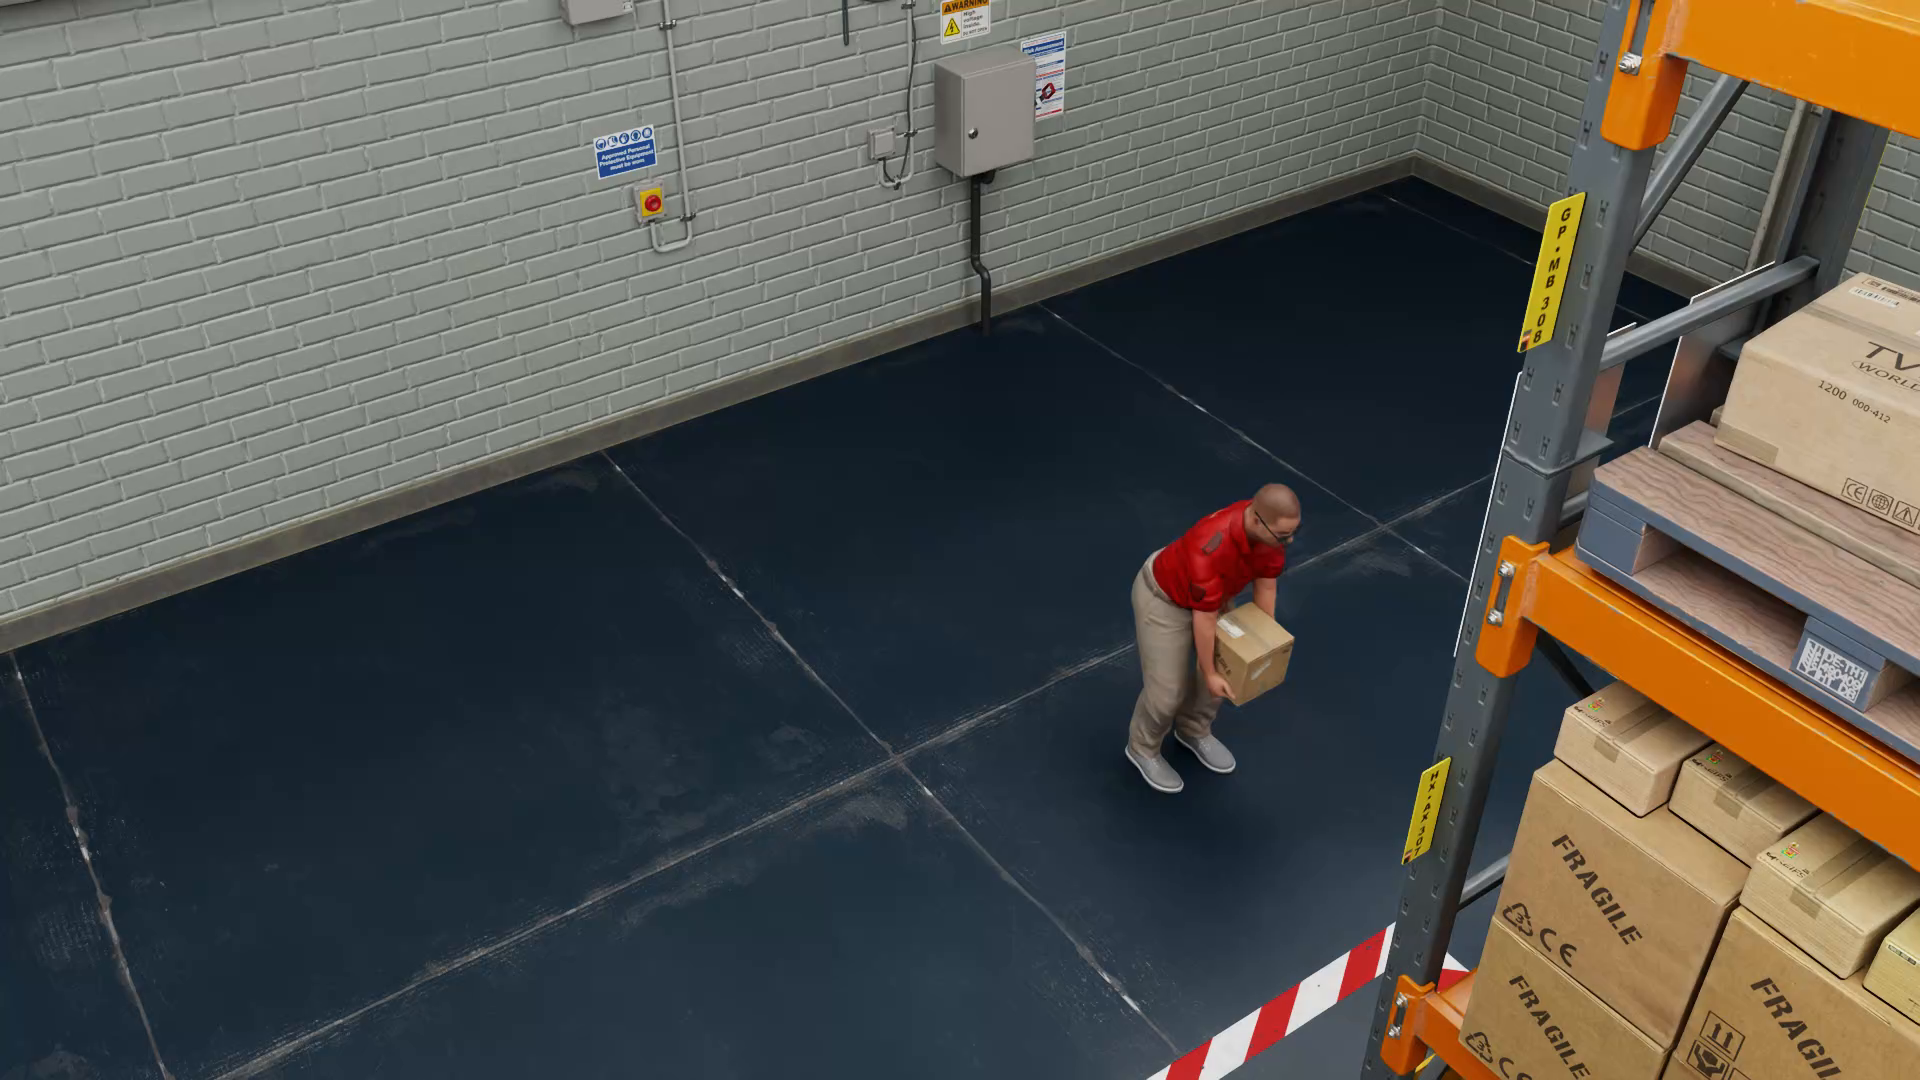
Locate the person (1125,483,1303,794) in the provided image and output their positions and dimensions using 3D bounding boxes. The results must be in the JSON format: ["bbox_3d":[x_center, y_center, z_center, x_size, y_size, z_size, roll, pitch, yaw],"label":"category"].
[{"bbox_3d":[1.008,0.348,6.660,0.487,1.595,0.675,-23,42,-29],"label":"person"}]
